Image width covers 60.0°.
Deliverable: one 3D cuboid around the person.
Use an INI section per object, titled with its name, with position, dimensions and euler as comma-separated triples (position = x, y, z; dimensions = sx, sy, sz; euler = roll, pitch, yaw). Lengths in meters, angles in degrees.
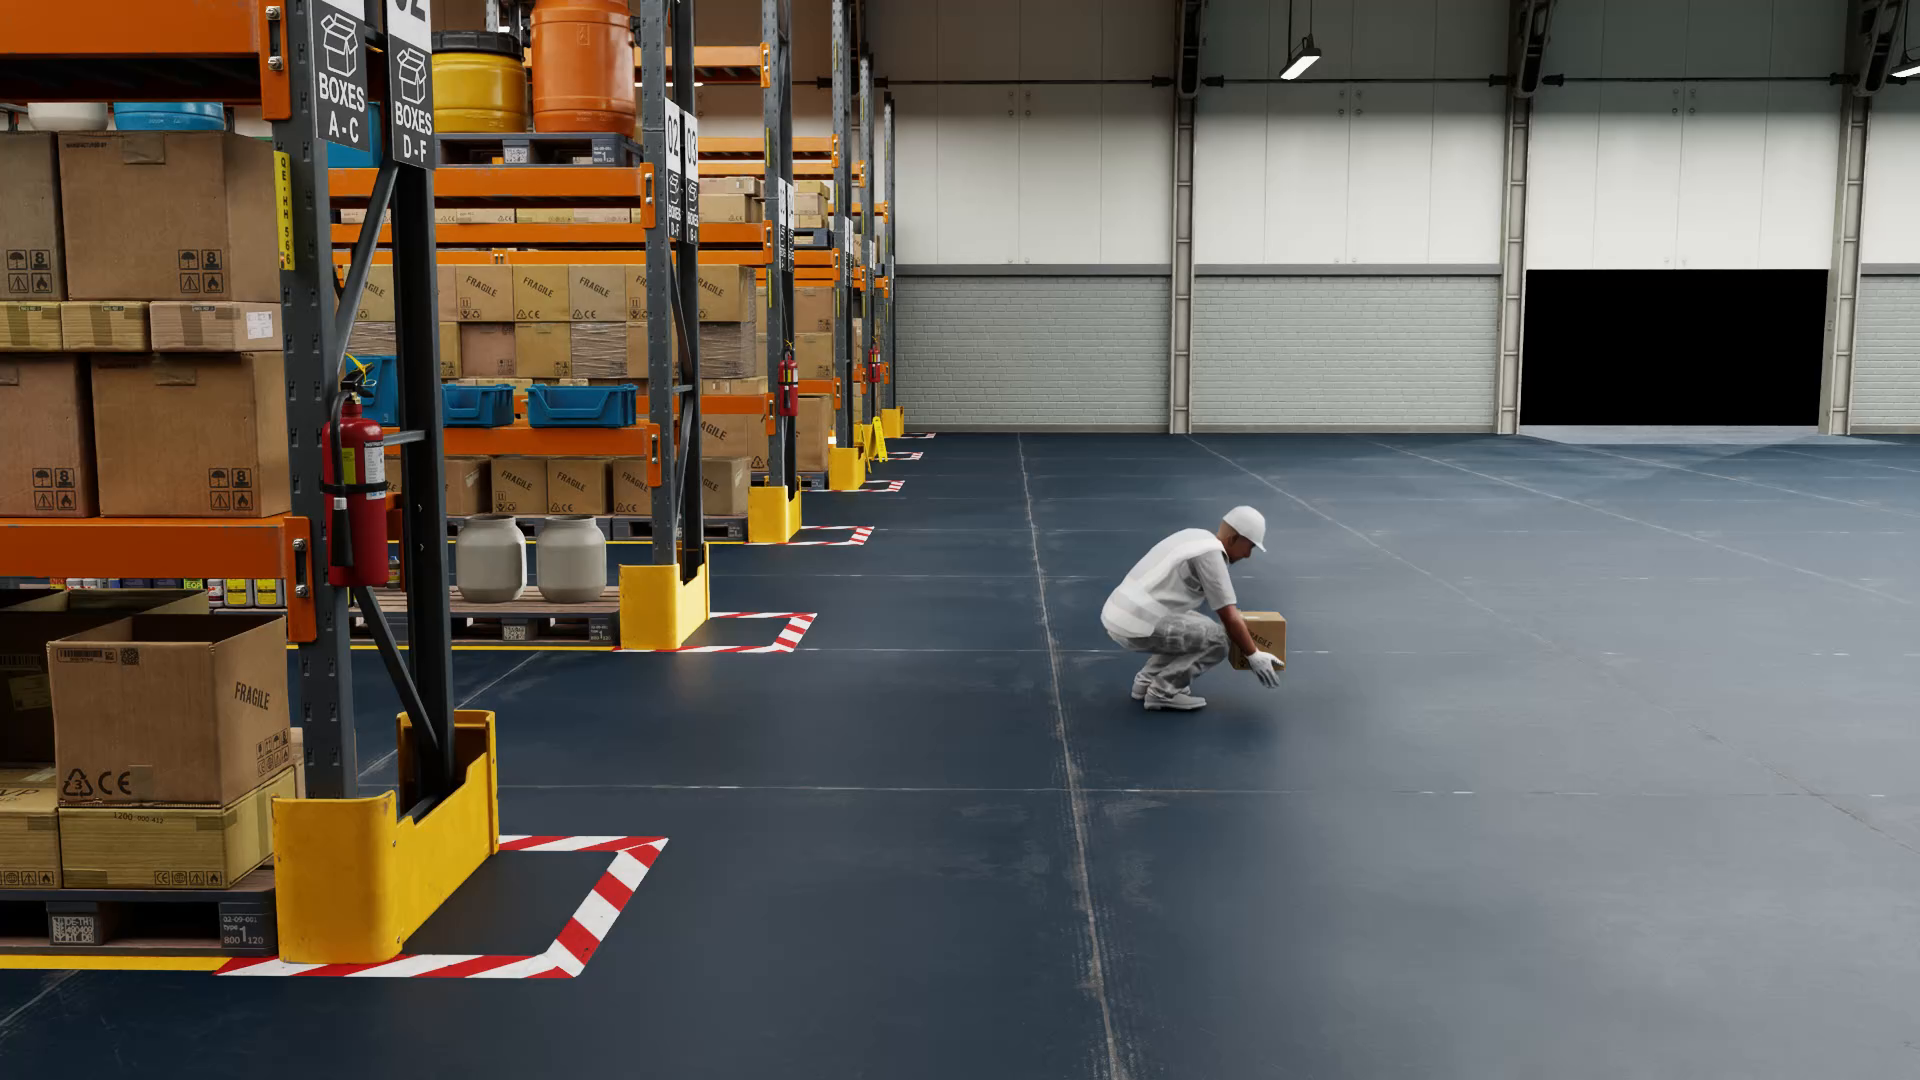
[person]
position = 1.158, 0.333, 8.346
dimensions = 0.893, 1.000, 0.559
euler = 0, 7, 1
